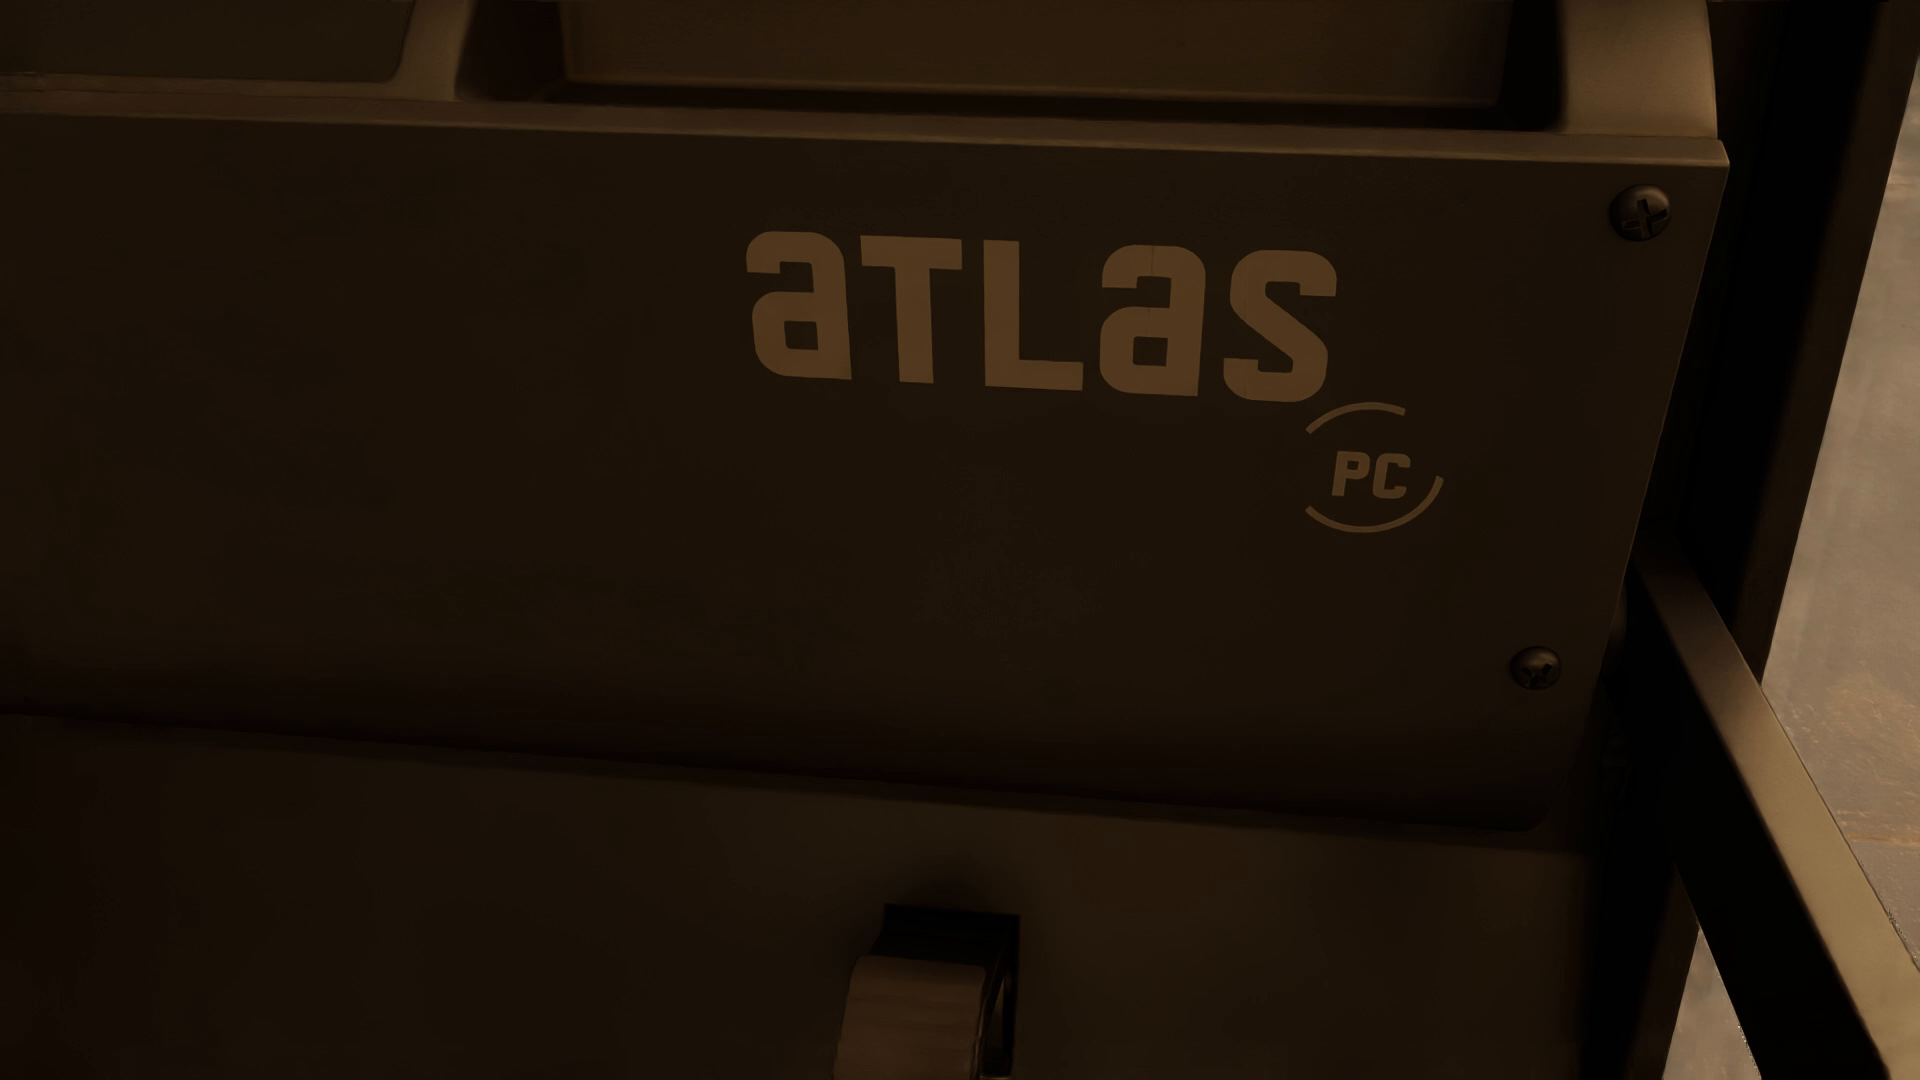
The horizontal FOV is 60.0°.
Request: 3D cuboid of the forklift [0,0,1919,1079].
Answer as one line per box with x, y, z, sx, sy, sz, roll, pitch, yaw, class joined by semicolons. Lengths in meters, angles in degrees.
-0.217;-0.529;0.278;1.130;2.935;3.031;3;27;7;forklift
